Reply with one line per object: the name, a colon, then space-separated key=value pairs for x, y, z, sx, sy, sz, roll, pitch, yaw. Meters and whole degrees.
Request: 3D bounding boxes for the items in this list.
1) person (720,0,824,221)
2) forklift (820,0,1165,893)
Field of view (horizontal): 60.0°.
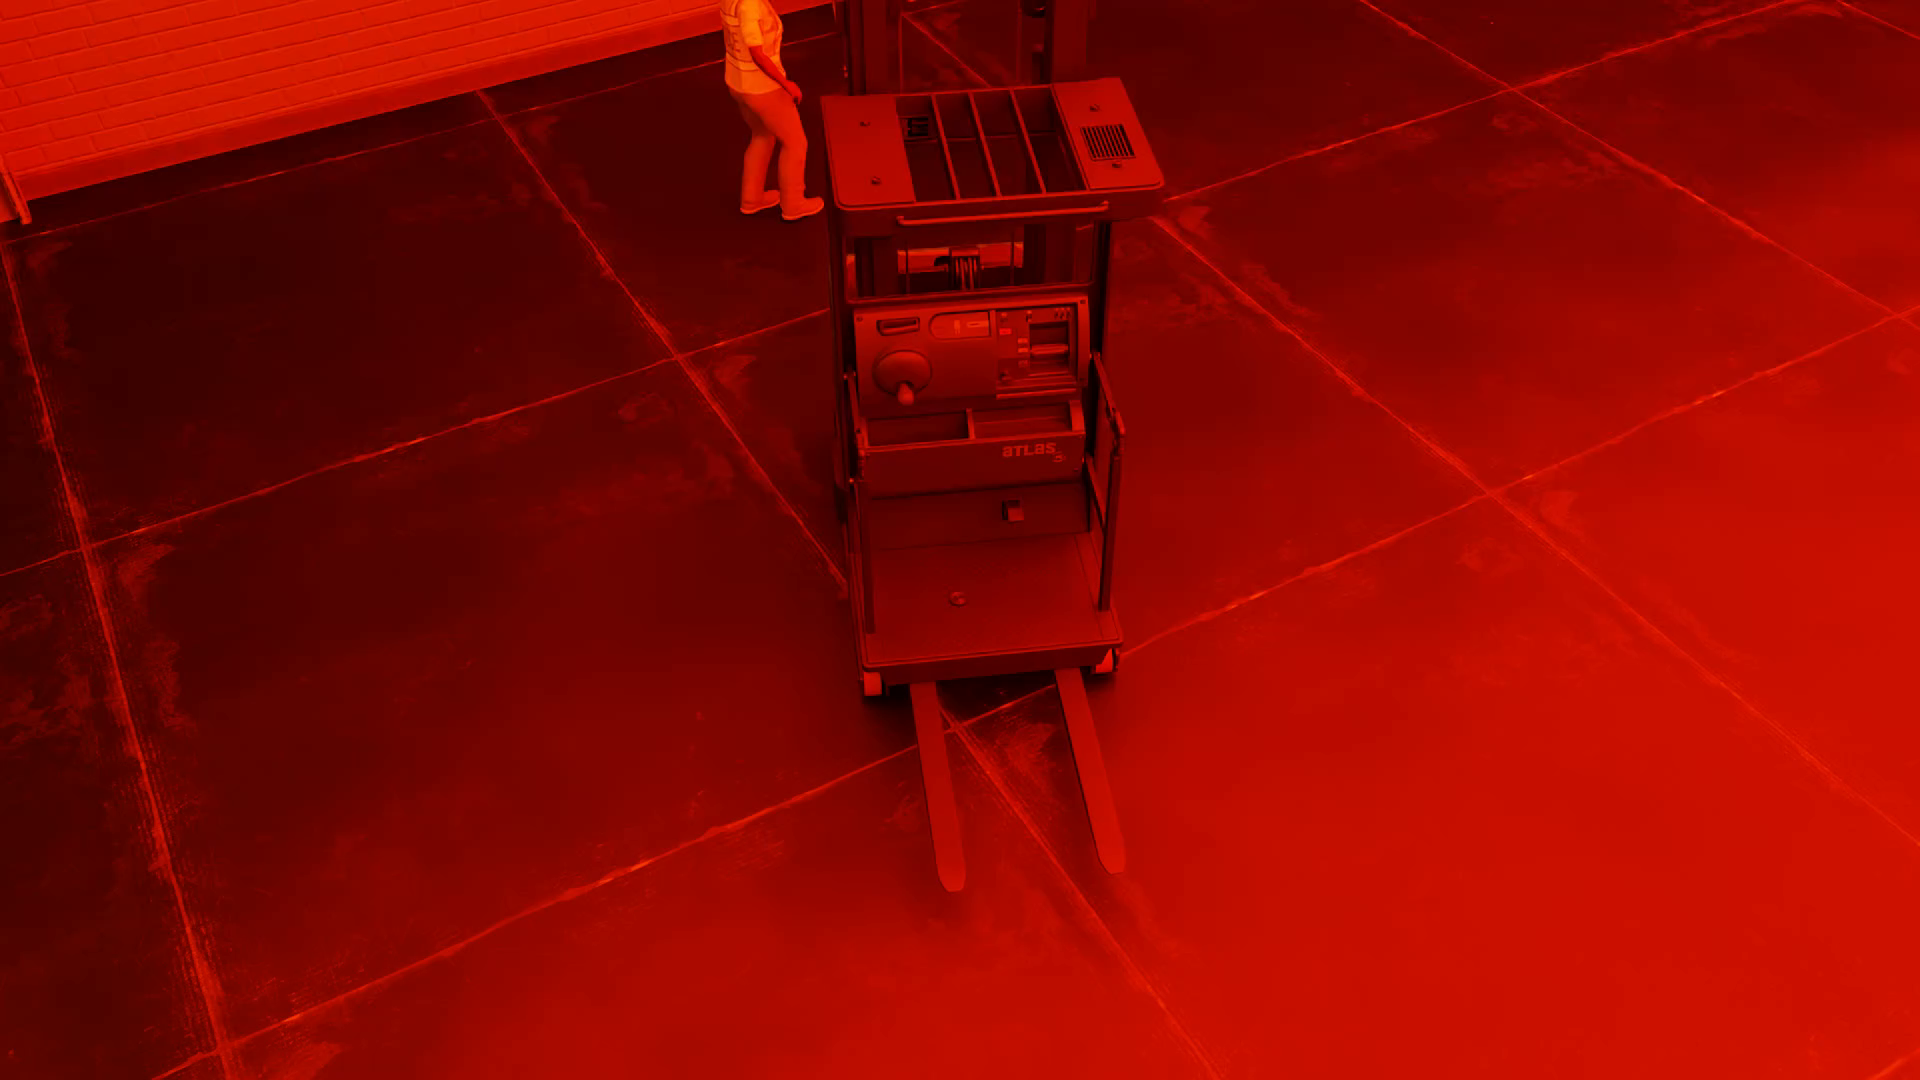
person: x=-1.103 y=-2.617 z=9.470 sx=0.479 sy=1.649 sz=0.648 roll=-23 pitch=48 yaw=-23
forklift: x=0.081 y=-0.663 z=6.413 sx=1.130 sy=2.935 sz=3.031 roll=-5 pitch=43 yaw=-6
